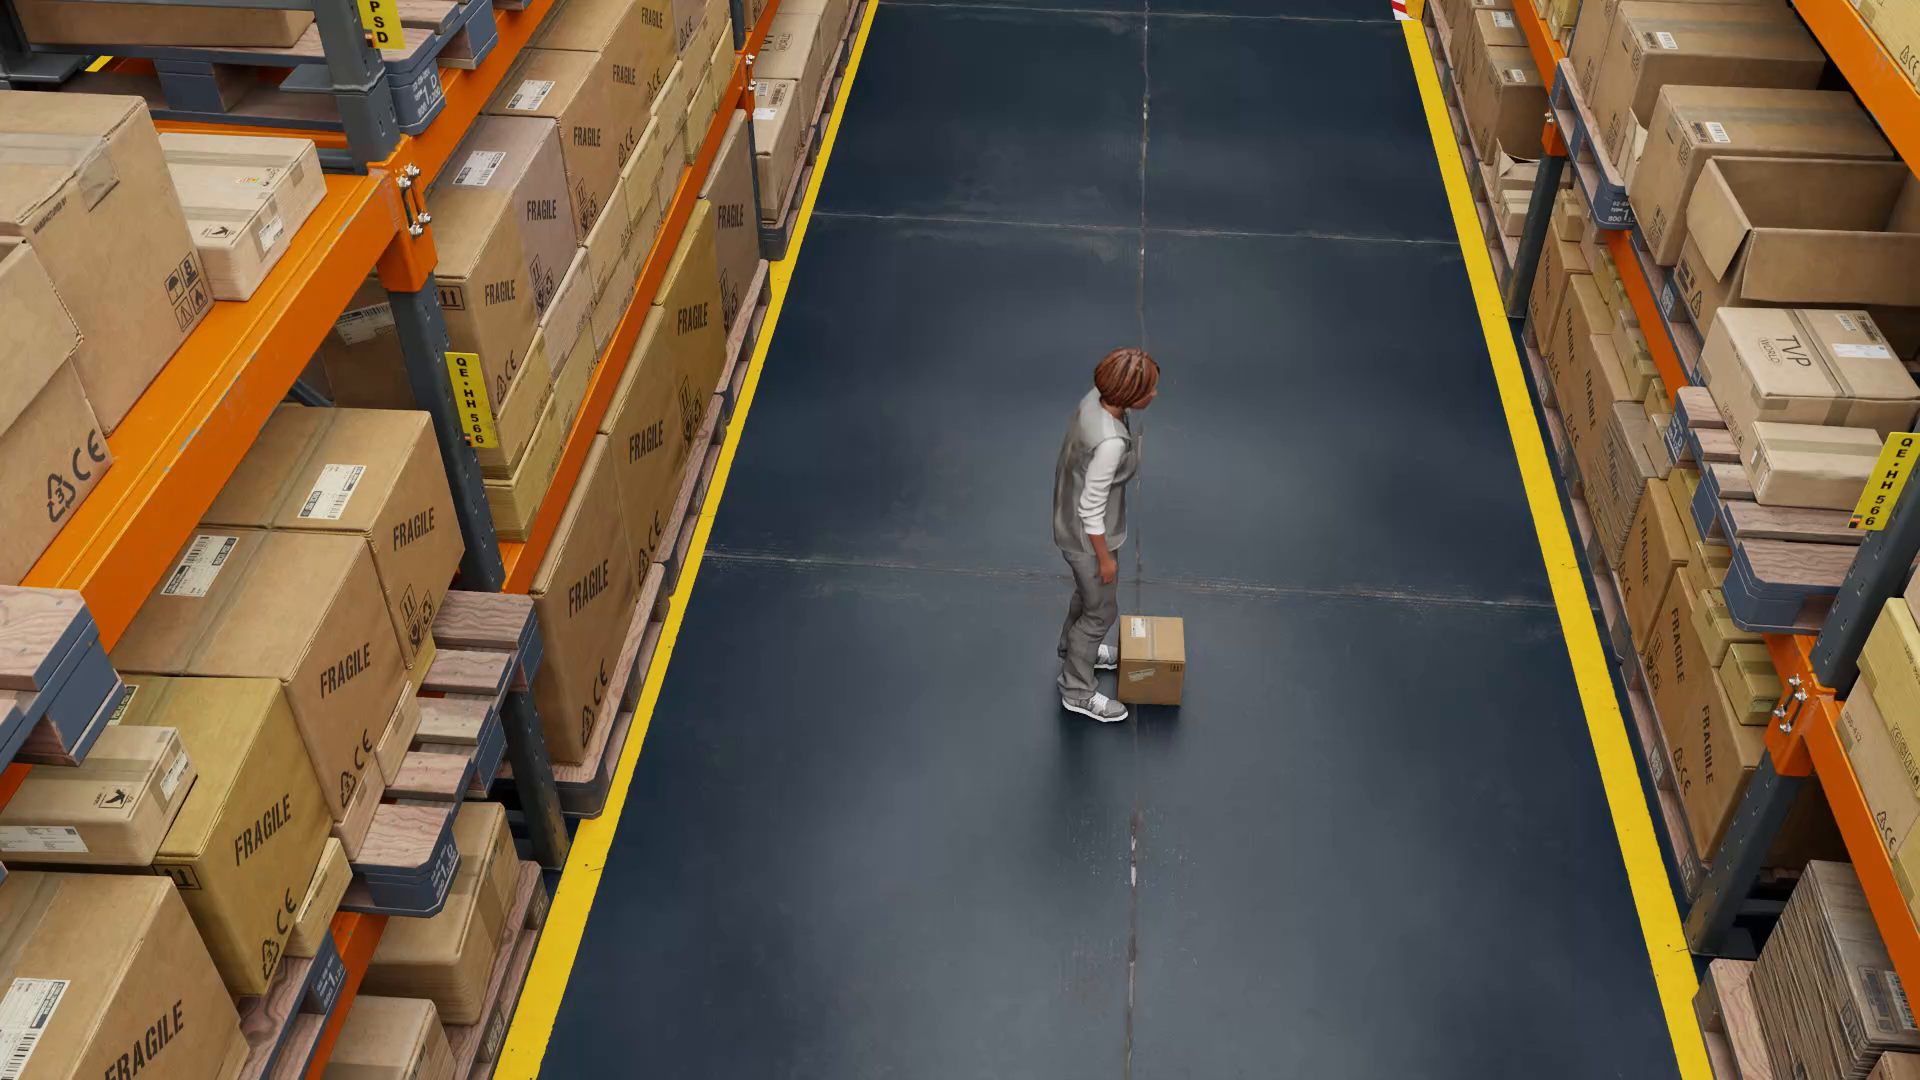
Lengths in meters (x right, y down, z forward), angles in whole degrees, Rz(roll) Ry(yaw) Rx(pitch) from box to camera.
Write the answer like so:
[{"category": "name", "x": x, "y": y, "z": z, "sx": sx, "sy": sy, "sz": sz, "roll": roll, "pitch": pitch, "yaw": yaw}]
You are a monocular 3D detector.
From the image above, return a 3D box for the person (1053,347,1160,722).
[{"category": "person", "x": 0.518, "y": -0.036, "z": 6.207, "sx": 0.347, "sy": 1.593, "sz": 0.464, "roll": 3, "pitch": 41, "yaw": 4}]
